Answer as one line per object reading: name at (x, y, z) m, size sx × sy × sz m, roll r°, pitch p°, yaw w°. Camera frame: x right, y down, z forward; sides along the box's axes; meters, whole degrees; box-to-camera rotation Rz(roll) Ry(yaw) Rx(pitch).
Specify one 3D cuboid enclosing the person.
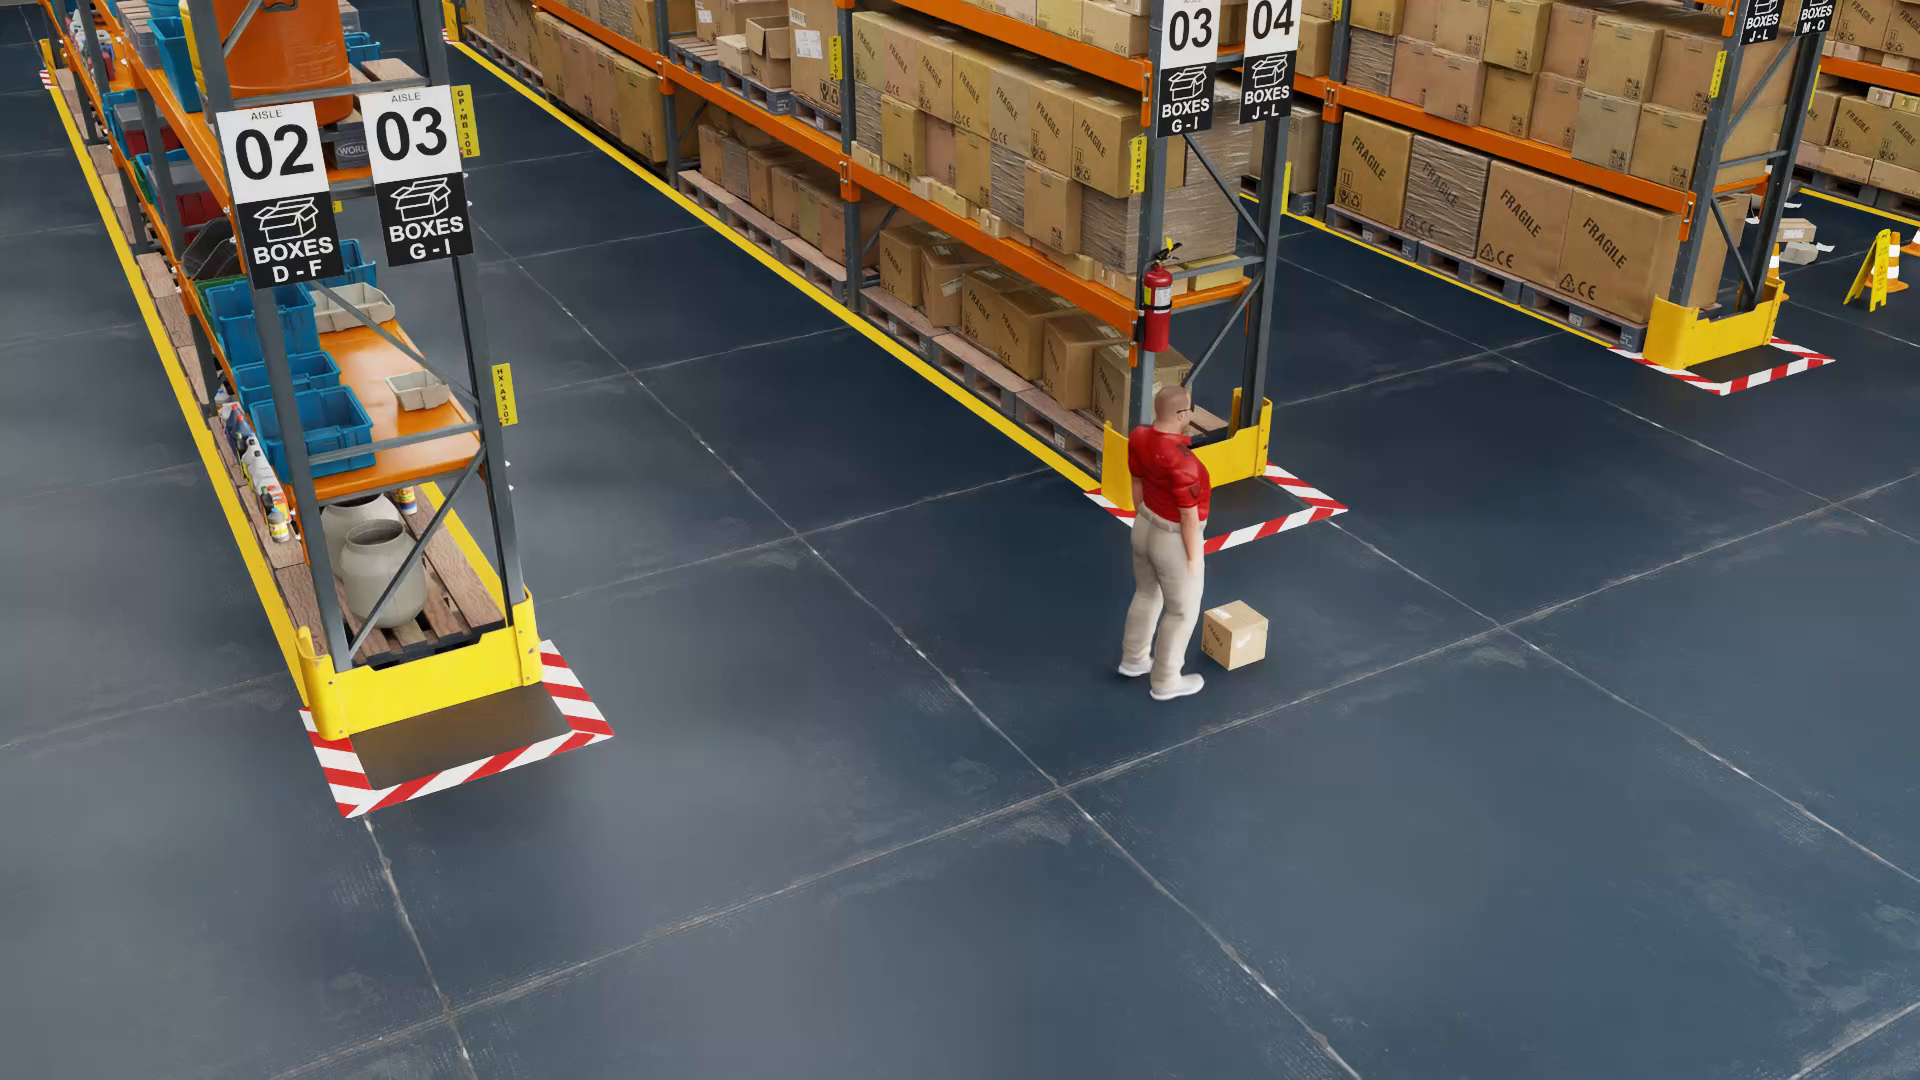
person at (1.082, 0.005, 8.609) m, size 0.365 × 1.748 × 0.527 m, roll -15°, pitch 32°, yaw -25°
